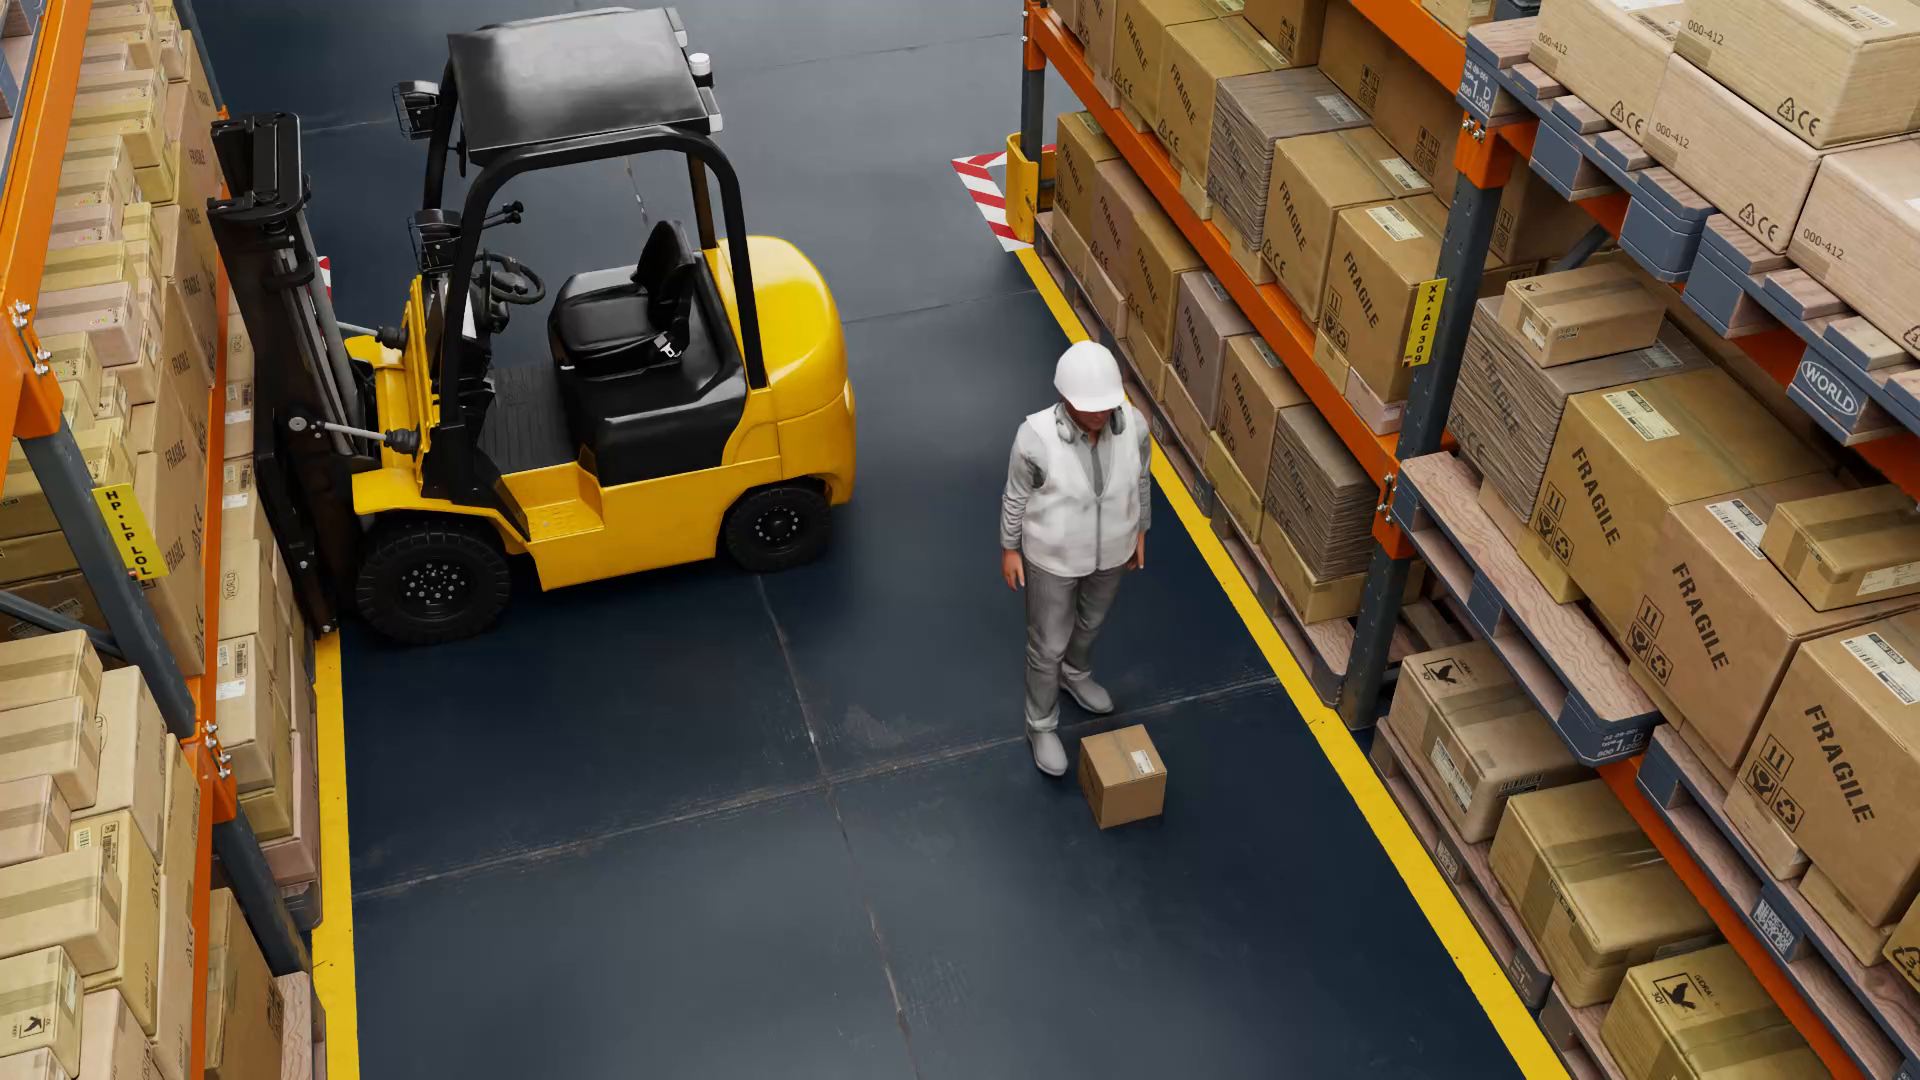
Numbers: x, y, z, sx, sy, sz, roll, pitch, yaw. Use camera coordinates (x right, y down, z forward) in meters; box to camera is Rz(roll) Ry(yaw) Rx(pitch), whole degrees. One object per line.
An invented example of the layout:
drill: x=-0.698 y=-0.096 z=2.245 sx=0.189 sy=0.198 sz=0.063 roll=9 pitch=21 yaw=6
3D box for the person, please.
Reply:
person: x=0.459 y=0.060 z=6.065 sx=0.568 sy=1.776 sz=0.544 roll=-14 pitch=44 yaw=-15
